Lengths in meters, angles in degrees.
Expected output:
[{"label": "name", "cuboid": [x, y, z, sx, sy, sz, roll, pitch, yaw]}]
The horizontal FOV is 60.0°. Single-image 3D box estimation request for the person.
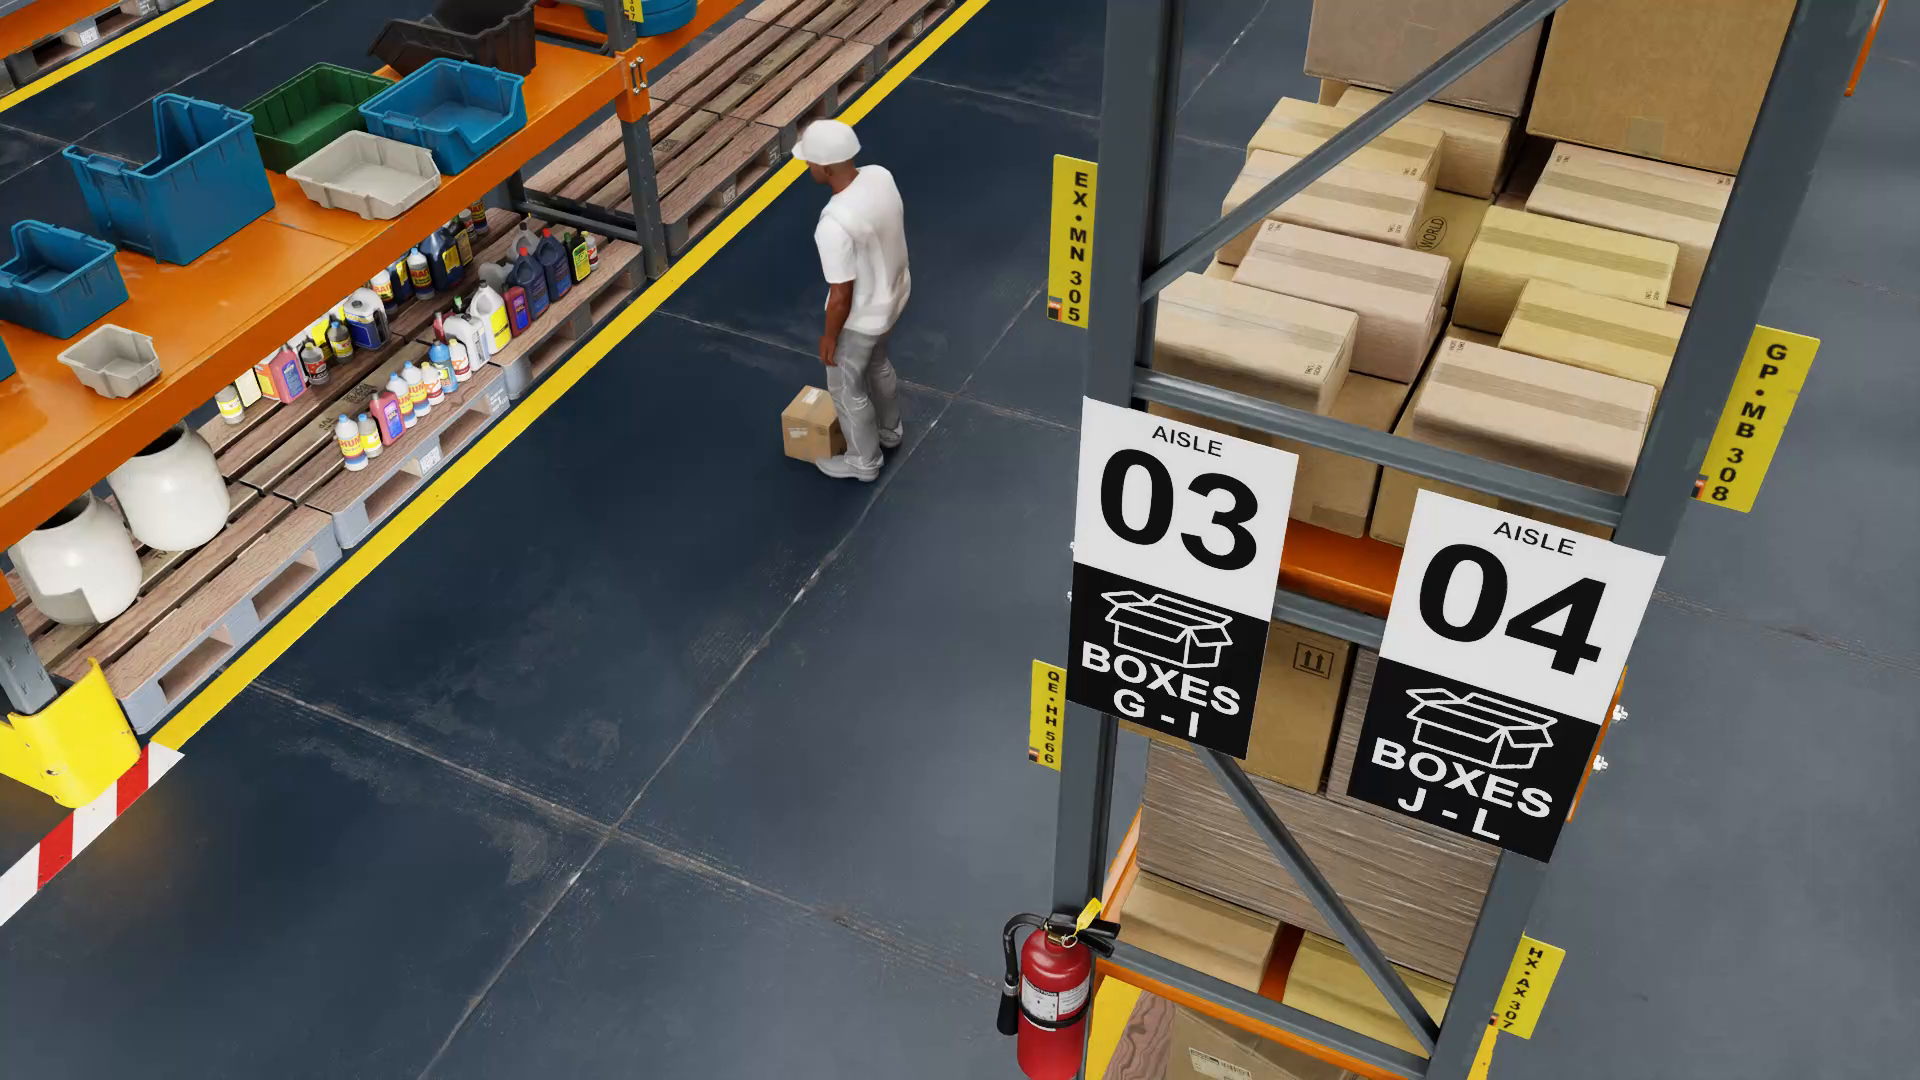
[{"label": "person", "cuboid": [-0.462, -1.040, 7.313, 0.463, 1.759, 0.627, 15, 44, 16]}]
